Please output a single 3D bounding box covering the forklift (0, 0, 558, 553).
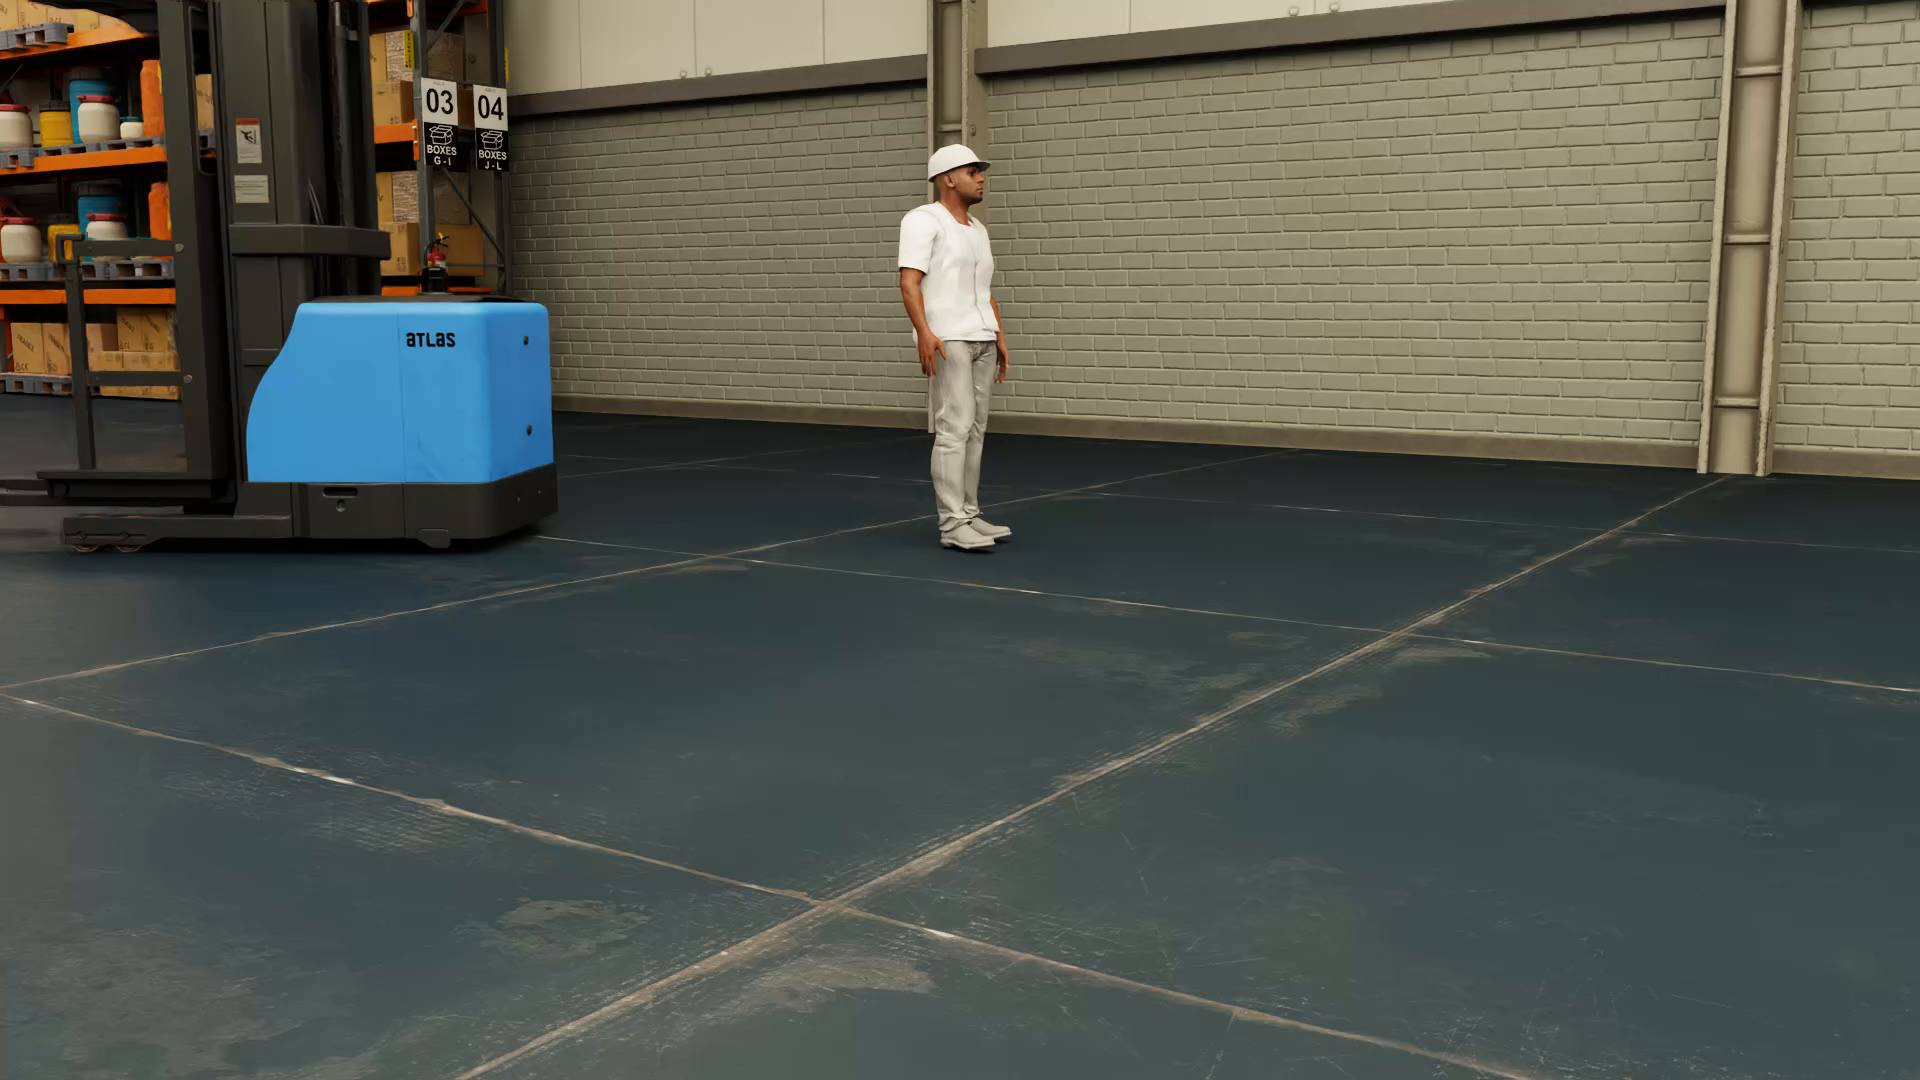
[{"bbox_3d":[-3.484,-1.468,7.519,3.031,2.935,1.130,0,8,3],"label":"forklift"}]

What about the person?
[{"bbox_3d":[0.055,-0.875,7.435,0.575,1.768,0.666,5,10,34],"label":"person"}]
